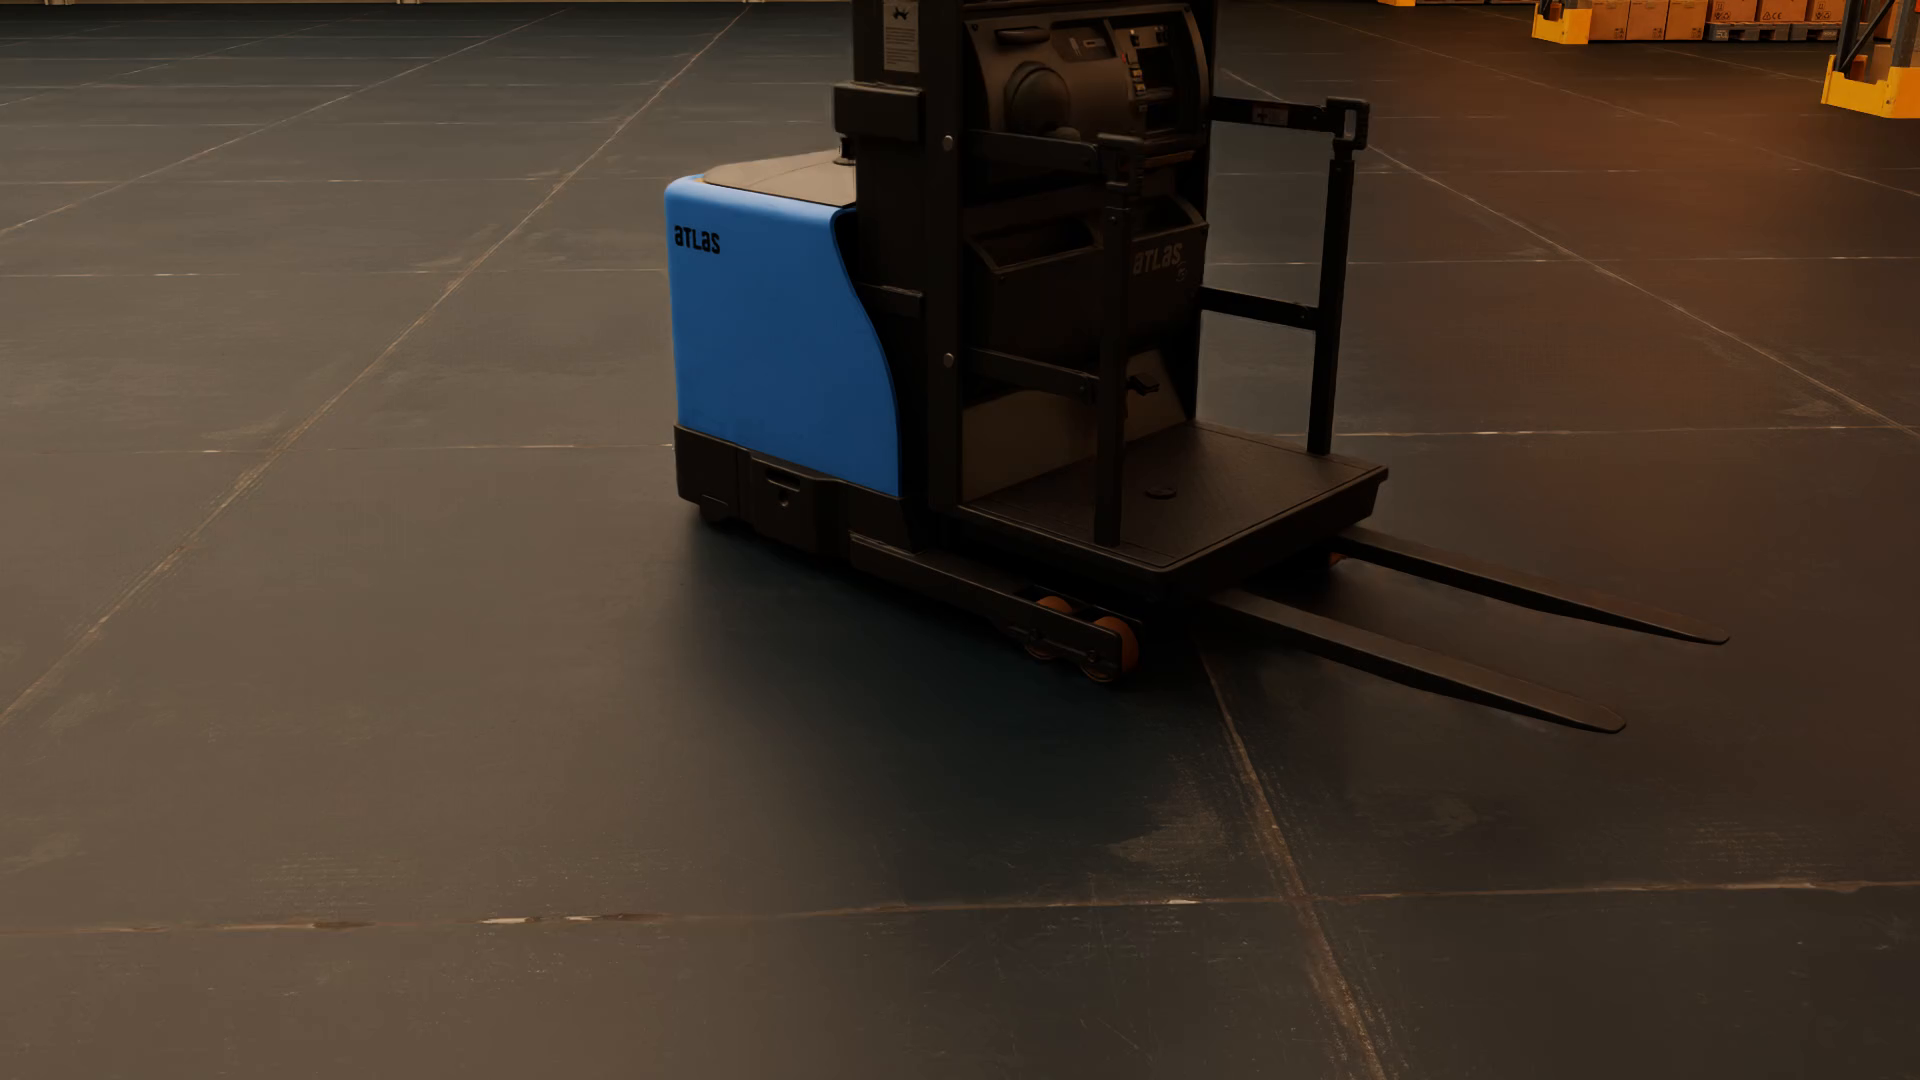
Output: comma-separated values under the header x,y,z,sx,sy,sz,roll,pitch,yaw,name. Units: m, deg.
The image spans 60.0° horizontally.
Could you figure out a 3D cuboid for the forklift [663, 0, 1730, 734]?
x,y,z,sx,sy,sz,roll,pitch,yaw,name
0.509,-1.215,4.257,3.031,2.935,1.130,19,28,39,forklift
